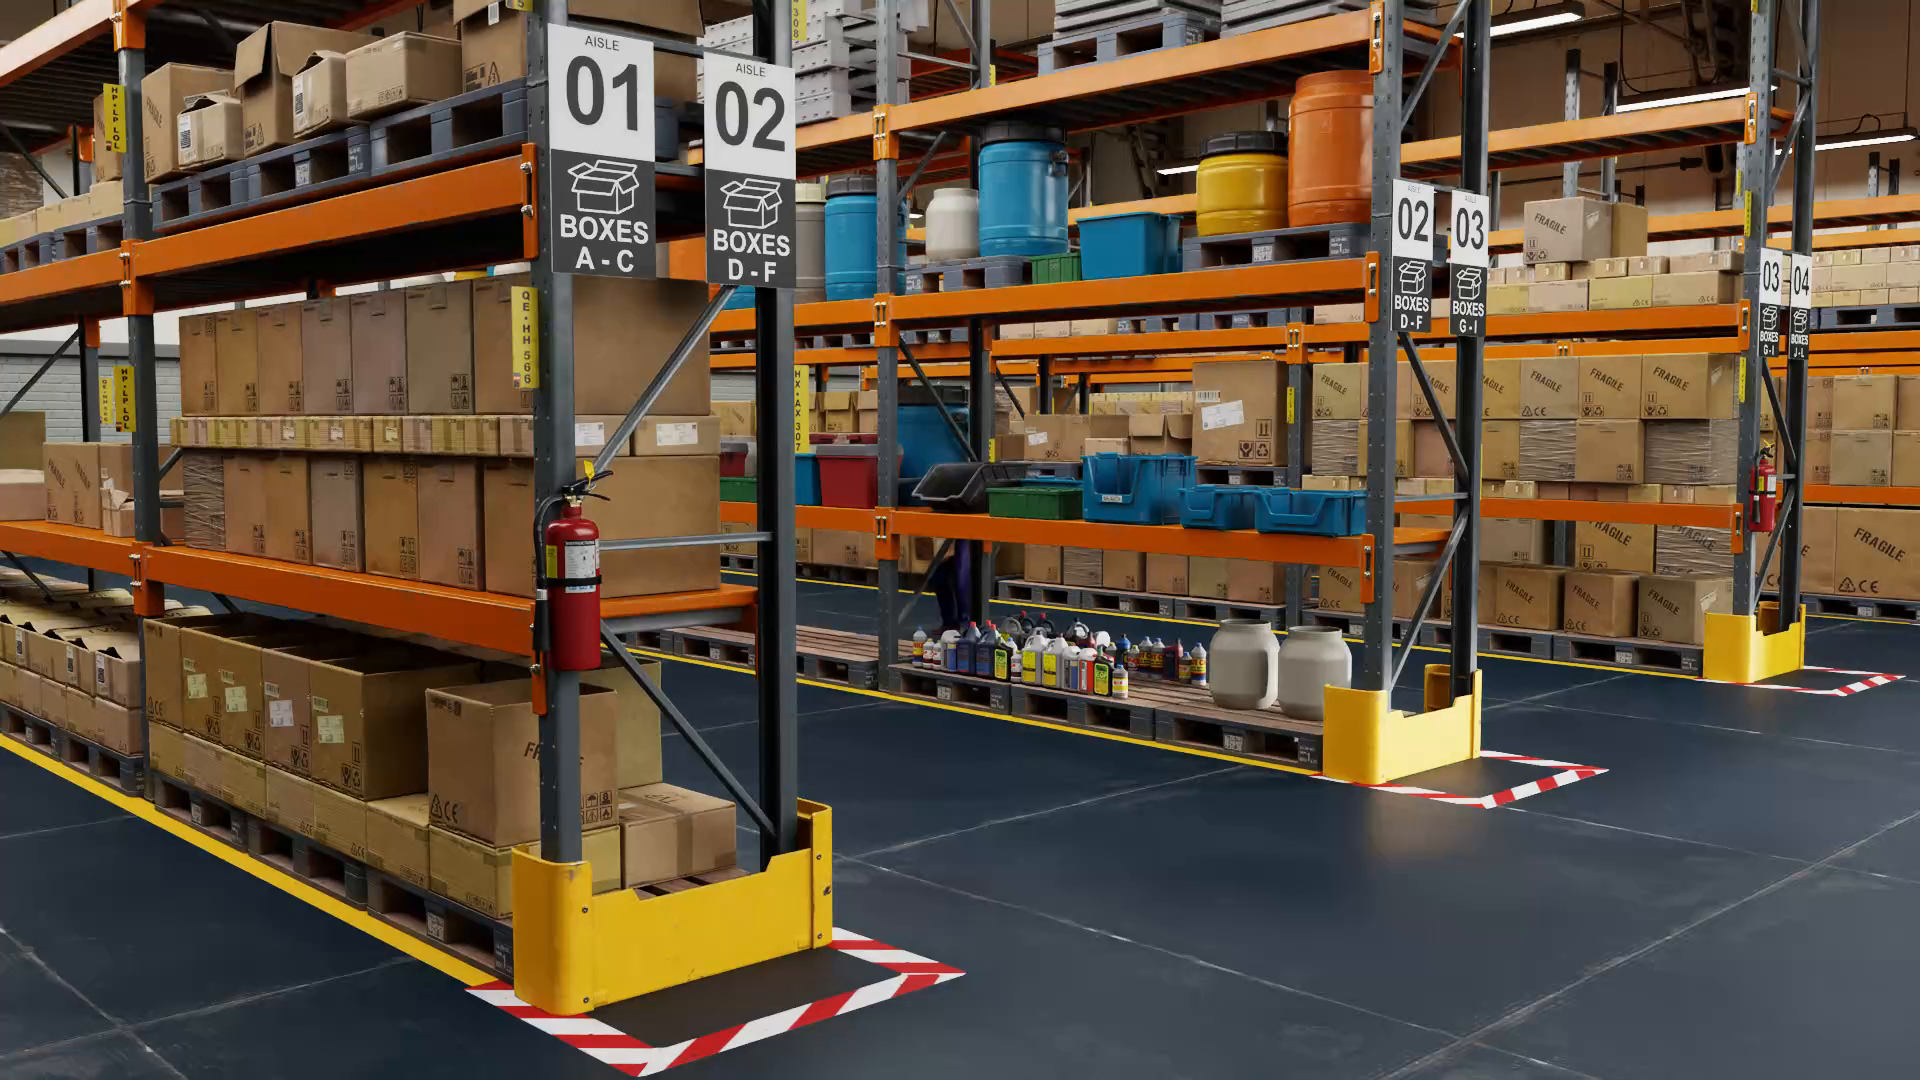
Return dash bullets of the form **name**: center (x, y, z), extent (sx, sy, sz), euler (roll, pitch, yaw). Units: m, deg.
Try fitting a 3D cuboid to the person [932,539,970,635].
- **person**: center (-0.077, 0.054, 15.007), extent (0.544, 1.641, 0.435), euler (-4, 6, -45)
